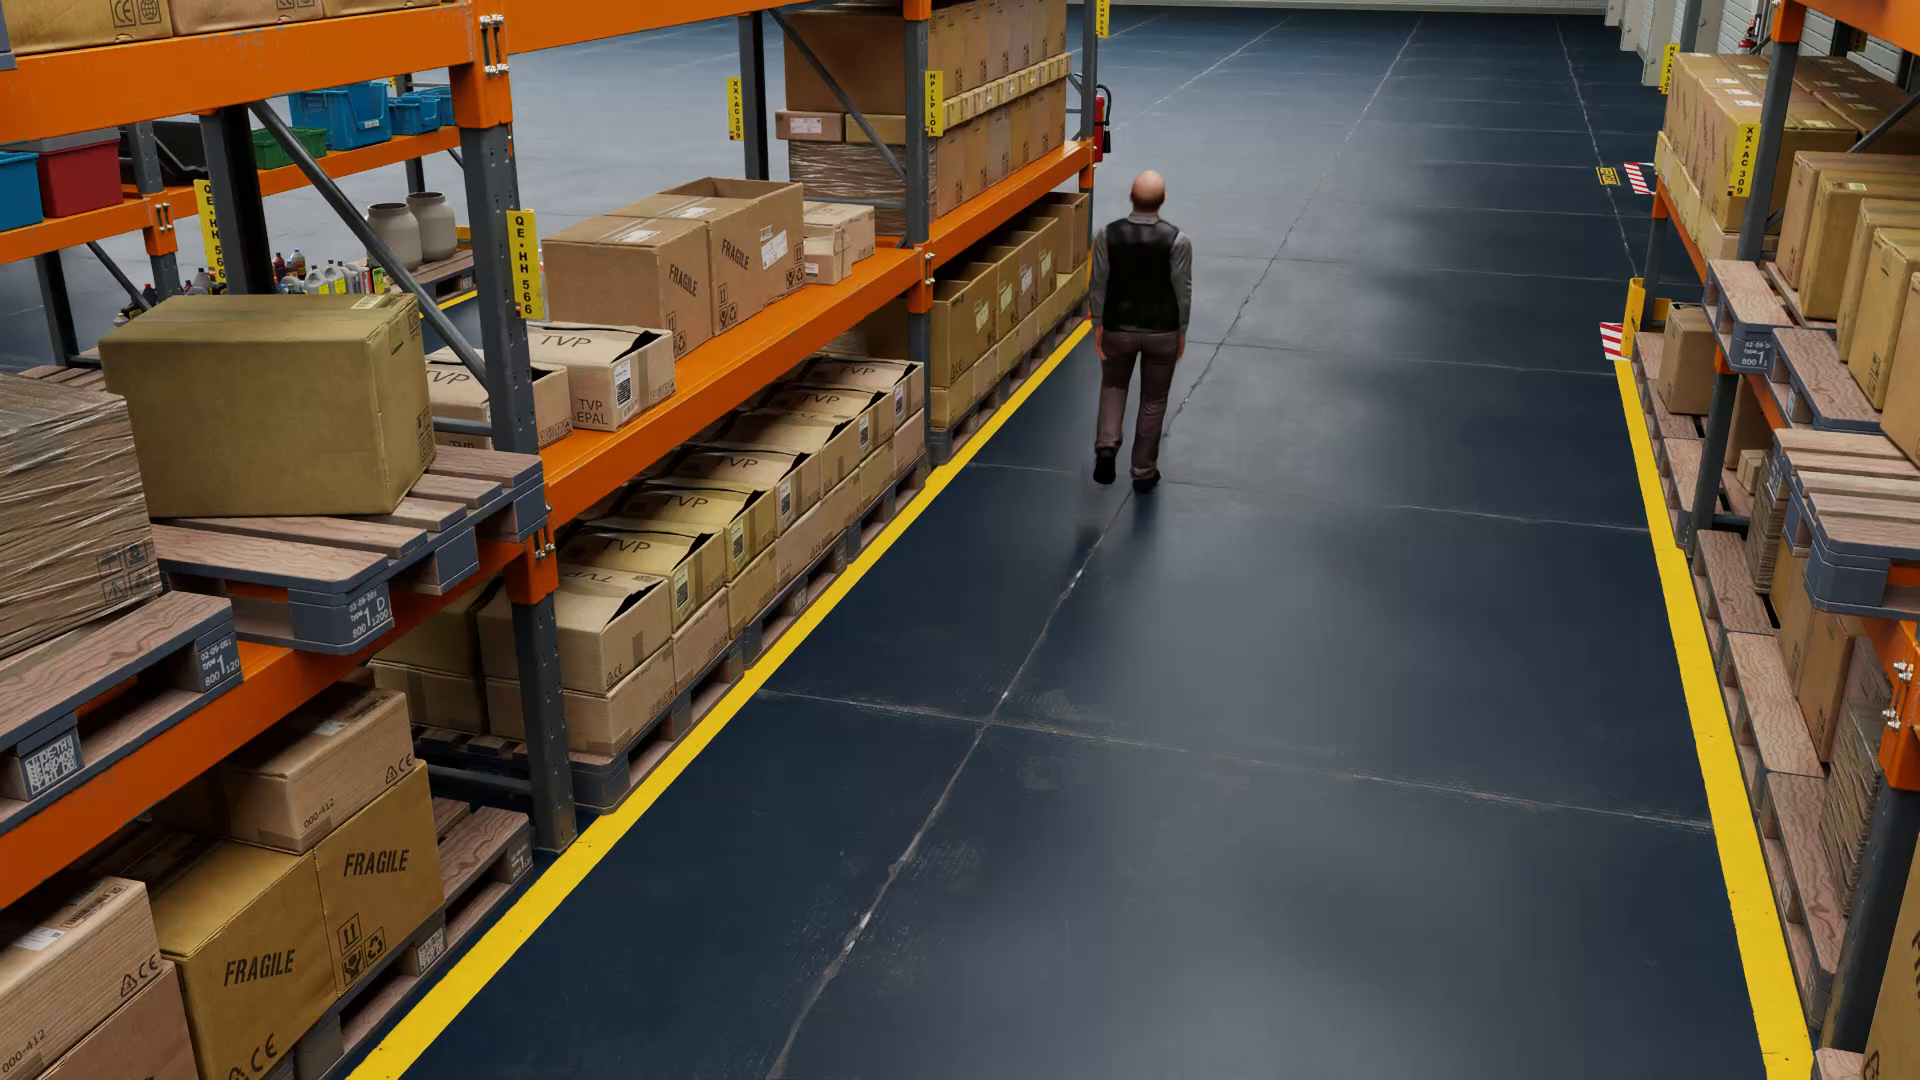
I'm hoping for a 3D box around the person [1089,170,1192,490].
[{"bbox_3d":[0.946,-1.092,8.792,0.535,1.711,0.488,6,23,16],"label":"person"}]
